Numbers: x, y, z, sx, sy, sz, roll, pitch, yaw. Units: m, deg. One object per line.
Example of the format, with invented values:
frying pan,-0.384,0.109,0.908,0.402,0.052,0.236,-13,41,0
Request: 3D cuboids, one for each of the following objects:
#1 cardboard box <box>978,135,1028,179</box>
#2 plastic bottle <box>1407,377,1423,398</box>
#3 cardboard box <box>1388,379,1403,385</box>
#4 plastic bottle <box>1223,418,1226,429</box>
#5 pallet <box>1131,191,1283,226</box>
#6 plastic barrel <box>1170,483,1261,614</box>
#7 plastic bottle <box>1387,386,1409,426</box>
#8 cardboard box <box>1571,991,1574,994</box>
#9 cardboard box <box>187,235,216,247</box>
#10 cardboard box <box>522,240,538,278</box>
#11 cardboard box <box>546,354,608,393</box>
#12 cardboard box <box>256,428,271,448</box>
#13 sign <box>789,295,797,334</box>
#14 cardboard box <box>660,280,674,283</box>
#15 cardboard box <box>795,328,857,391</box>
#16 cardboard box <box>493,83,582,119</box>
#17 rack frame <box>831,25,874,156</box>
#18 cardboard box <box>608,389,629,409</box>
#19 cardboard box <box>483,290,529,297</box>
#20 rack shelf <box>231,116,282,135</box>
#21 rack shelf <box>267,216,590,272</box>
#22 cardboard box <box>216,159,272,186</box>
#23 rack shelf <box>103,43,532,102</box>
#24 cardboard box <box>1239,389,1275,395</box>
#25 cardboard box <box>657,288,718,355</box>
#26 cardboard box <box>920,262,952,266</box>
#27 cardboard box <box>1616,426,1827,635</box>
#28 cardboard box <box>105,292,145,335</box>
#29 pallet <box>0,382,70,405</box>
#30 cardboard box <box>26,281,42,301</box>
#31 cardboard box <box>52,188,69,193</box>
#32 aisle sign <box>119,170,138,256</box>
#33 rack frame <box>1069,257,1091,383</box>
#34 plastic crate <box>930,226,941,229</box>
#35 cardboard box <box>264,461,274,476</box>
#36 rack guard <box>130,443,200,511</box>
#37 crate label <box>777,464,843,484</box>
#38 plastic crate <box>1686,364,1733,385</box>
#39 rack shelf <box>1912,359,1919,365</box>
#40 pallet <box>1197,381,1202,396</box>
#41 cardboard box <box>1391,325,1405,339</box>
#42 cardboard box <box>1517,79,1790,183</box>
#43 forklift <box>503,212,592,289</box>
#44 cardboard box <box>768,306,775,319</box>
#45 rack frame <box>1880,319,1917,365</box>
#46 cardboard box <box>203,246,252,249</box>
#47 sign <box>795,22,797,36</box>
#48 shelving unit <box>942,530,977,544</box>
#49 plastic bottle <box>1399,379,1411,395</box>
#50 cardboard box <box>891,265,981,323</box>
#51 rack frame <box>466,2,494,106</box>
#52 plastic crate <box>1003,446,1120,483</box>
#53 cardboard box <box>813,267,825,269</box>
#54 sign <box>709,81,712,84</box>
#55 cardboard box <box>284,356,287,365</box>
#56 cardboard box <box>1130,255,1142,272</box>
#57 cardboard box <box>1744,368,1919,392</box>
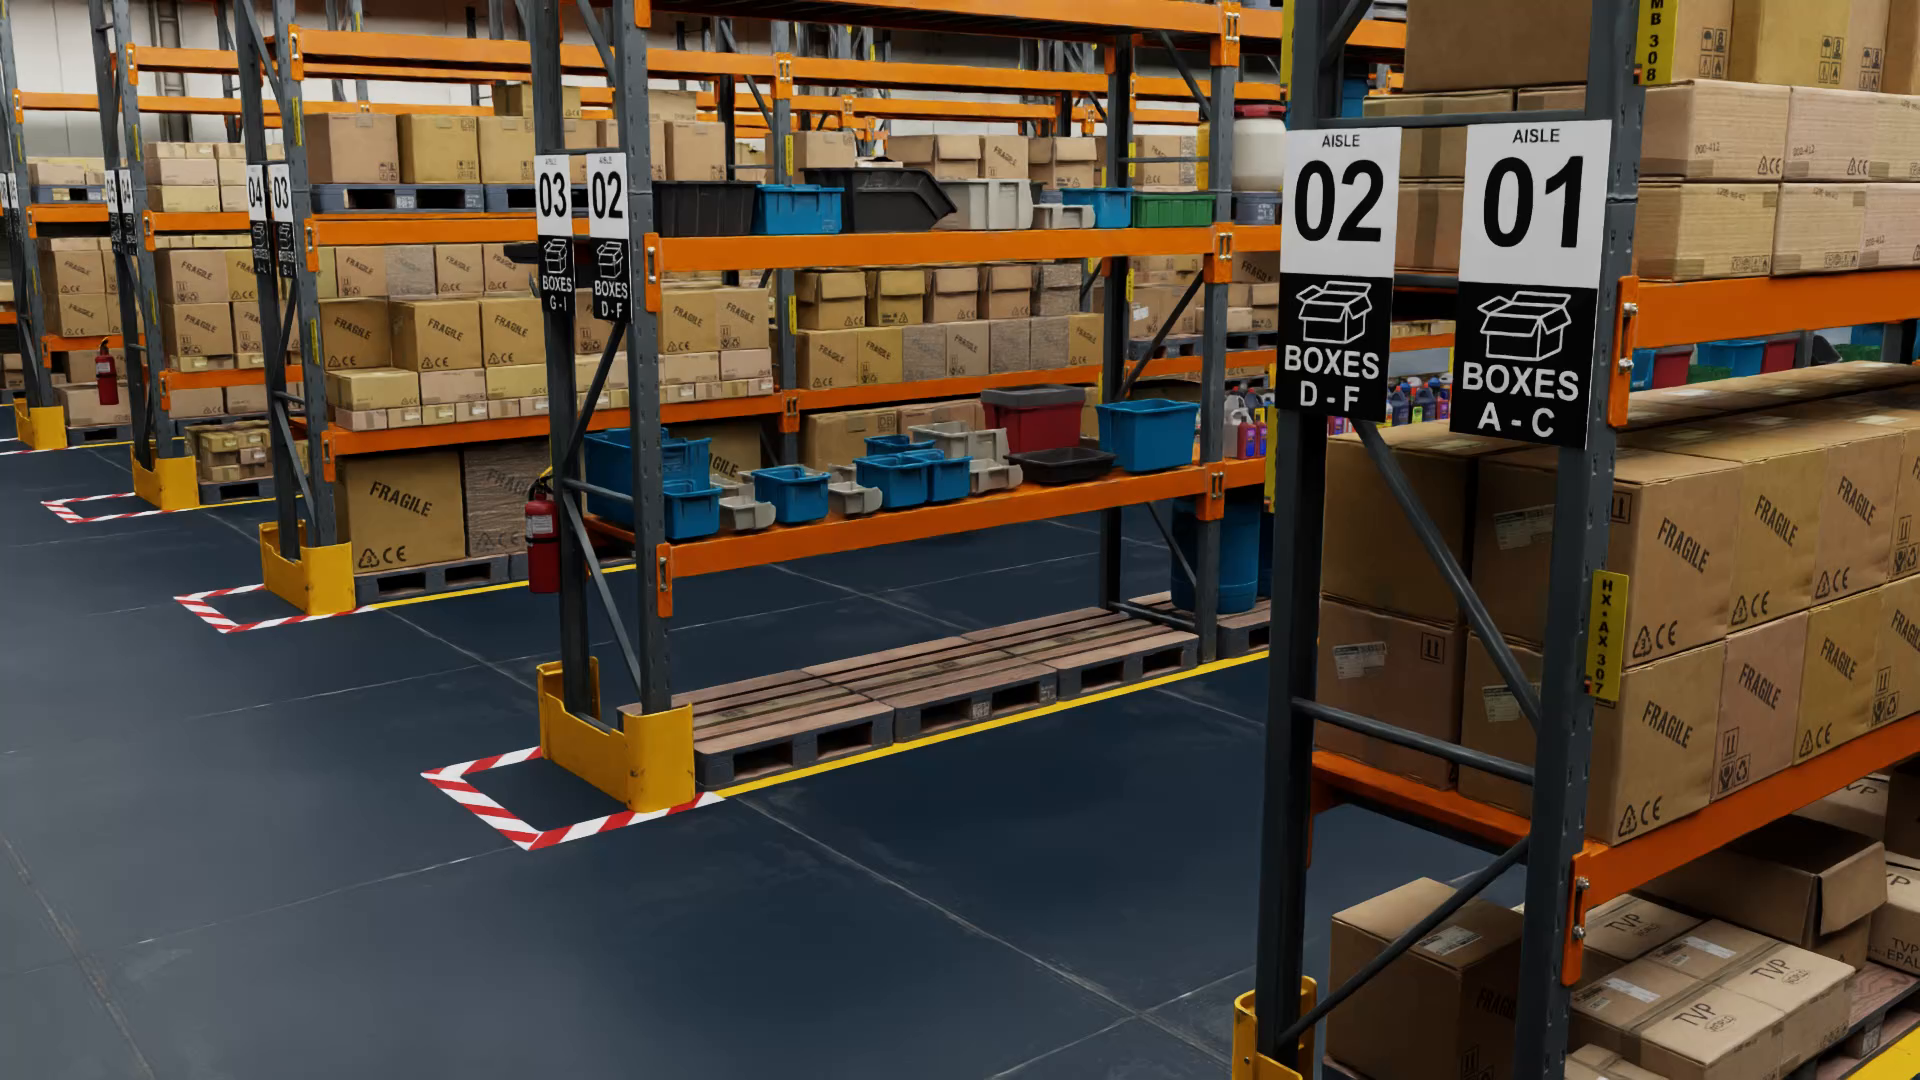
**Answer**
cardboard box,0.297,-3.574,15.767,0.500,0.500,0.500,-8,15,-35
plastic bottle,3.541,-1.142,13.084,0.135,0.276,0.152,-9,15,-38
cardboard box,5.251,-1.692,20.385,0.500,0.500,0.500,-4,13,-20
plastic bottle,1.802,-0.783,11.575,0.097,0.201,0.097,0,12,0
pallet,1.869,-2.240,11.189,1.003,0.211,1.213,-9,15,-38
plastic barrel,1.754,0.006,11.421,0.708,0.901,0.600,-9,15,-38
plastic bottle,3.101,-0.917,11.845,0.185,0.351,0.144,-9,15,-38
cardboard box,1.930,1.598,5.645,0.250,0.166,0.380,-9,15,-38
cardboard box,-9.403,-3.690,20.575,0.250,0.149,0.380,-10,16,-39
cardboard box,-5.871,-3.974,23.476,0.500,0.500,0.500,-9,15,-38
cardboard box,-3.155,-1.324,13.288,0.500,0.250,0.500,-10,15,-39
cardboard box,-6.881,-1.031,16.684,0.250,0.149,0.380,-9,15,-38
sign,-1.428,-1.923,14.189,0.005,0.325,0.100,-9,15,-38
cardboard box,-3.586,-2.995,19.672,0.250,0.149,0.380,-10,16,-40
cardboard box,-1.260,-1.619,14.790,0.500,0.500,0.500,-9,15,-37
cardboard box,-3.316,-3.430,13.039,0.500,0.250,0.500,-10,16,-39
rack frame,-1.720,-7.131,26.545,0.127,3.000,1.000,-9,15,-38
cardboard box,-2.812,-1.168,13.514,0.250,0.149,0.380,-10,15,-39
cardboard box,-4.997,-2.454,18.008,0.500,0.500,0.500,-9,15,-38
rack shelf,-9.509,-6.609,26.784,4.000,0.370,1.077,-9,15,-38
rack shelf,-3.337,-2.407,13.251,4.000,0.370,1.077,-9,15,-38
cardboard box,-7.007,-3.570,16.158,0.500,0.250,0.500,-10,15,-38
rack shelf,-6.357,-4.690,16.790,4.000,0.370,1.077,-9,15,-38
cardboard box,3.594,-1.446,19.177,0.500,0.500,0.700,-10,15,-38
cardboard box,-2.362,-1.822,13.829,0.500,0.500,0.500,-9,15,-37
cardboard box,-0.522,-3.615,21.783,0.500,0.500,0.700,-10,15,-39
cardboard box,2.201,-0.046,4.978,0.500,0.500,0.500,-9,15,-37
cardboard box,-10.158,-2.774,20.230,0.500,0.500,0.500,-10,15,-38
pallet,-13.513,-2.193,24.449,1.213,0.211,1.003,-9,15,-38
cardboard box,-13.278,-3.596,23.989,0.500,0.250,0.500,-9,15,-37
cardboard box,-12.885,-5.130,23.990,0.500,0.250,0.500,-10,16,-39
aisle sign,-7.788,-3.063,15.573,0.004,0.787,0.394,-9,15,-38
rack frame,1.451,-3.406,23.449,0.127,3.000,1.000,-9,15,-38
plastic crate,-0.347,-1.875,9.651,0.530,0.136,0.437,-9,15,-38
cardboard box,-6.967,-0.757,16.824,0.250,0.149,0.380,-9,15,-37
rack guard,-7.859,-0.636,16.422,0.348,0.500,1.175,-9,15,-38
crate label,-0.844,-0.339,9.496,0.243,0.136,0.396,-9,15,-38
plastic crate,6.382,-1.410,14.558,0.662,0.188,0.450,-9,15,-38
rack shelf,9.127,-1.693,17.113,4.000,0.370,1.077,-9,15,-38
pallet,3.047,-2.288,24.894,1.213,0.211,1.003,-9,15,-38
cardboard box,5.030,-2.475,19.670,0.250,0.149,0.380,-9,15,-38
cardboard box,1.850,-1.087,4.464,0.500,0.250,0.500,-9,15,-38
forklift,-3.762,-1.896,16.501,3.031,2.935,1.130,7,14,30
cardboard box,-2.363,-2.734,19.878,0.250,0.149,0.380,-10,15,-38
rack frame,4.410,0.056,7.141,0.127,3.000,1.000,-9,15,-38
cardboard box,-7.321,-2.698,16.750,0.500,0.500,0.500,-10,16,-40
sign,-2.021,-6.446,20.690,0.005,0.325,0.100,-9,15,-38
shelving unit,-0.006,-0.439,14.530,0.210,0.900,0.258,-9,15,-38
plastic bottle,3.471,-1.119,12.988,0.097,0.271,0.097,0,12,0
cardboard box,-0.264,-2.345,15.795,0.637,0.503,0.797,-9,15,-36
rack frame,-7.947,-7.416,27.890,0.127,3.000,1.000,-9,15,-38
plastic crate,0.612,-0.453,10.060,0.590,0.125,0.437,-9,15,-38
cardboard box,-2.323,-4.434,26.322,0.500,0.500,0.500,-9,15,-37
sign,-4.475,-8.345,29.822,0.005,0.325,0.100,-9,15,-38
cardboard box,-6.928,-1.837,16.664,0.250,0.149,0.380,-9,15,-35
cardboard box,2.118,-4.141,23.946,0.550,0.550,0.875,-9,15,-38
cardboard box,3.464,-0.399,6.638,0.500,0.500,0.500,-10,16,-39
